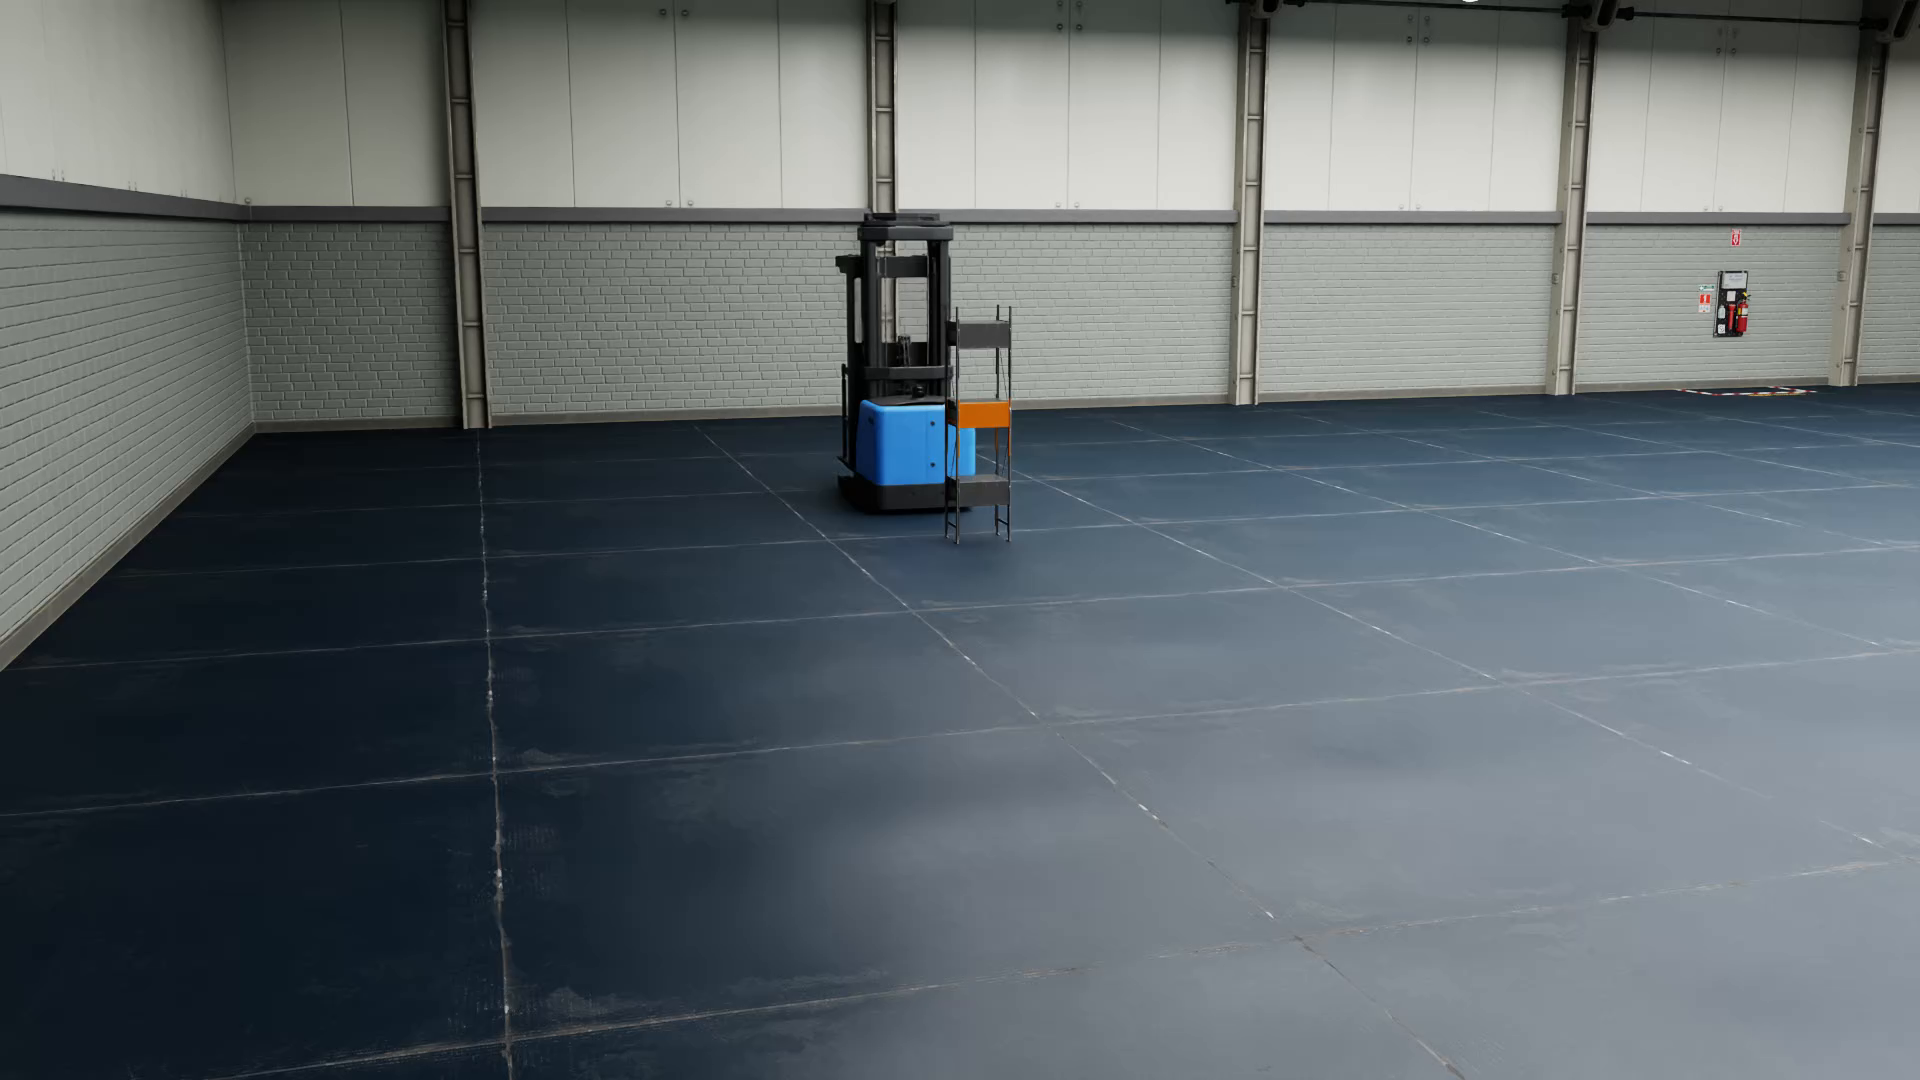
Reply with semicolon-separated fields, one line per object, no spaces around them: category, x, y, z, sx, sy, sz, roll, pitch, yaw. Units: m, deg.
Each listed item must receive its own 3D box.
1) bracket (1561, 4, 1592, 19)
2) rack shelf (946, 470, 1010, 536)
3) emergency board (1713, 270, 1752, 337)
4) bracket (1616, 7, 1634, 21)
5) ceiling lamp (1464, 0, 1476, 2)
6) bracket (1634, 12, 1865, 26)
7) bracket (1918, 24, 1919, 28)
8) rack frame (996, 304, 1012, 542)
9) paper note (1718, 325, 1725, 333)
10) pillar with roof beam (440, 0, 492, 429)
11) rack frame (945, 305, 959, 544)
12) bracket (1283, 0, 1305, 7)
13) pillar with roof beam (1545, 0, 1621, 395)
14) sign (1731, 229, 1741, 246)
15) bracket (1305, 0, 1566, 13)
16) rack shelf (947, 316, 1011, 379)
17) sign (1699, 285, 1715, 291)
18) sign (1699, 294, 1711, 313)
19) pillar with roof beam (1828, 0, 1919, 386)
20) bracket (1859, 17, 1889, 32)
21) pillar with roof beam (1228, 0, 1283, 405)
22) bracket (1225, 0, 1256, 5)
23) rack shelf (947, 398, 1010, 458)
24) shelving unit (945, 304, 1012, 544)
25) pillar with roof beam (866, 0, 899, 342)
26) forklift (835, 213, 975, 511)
bracket;10.072;-8.640;27.180;0.430;0.232;0.235;-3;11;-16
rack shelf;0.159;-0.339;15.031;0.480;0.518;0.431;-3;11;-16
emergency board;13.749;-4.187;29.504;0.643;1.169;0.194;-3;11;-16
bracket;10.869;-8.682;27.408;0.430;0.232;0.235;-3;11;-16
ceiling lamp;7.175;-7.173;21.715;0.237;0.041;1.941;-3;11;-16
bracket;13.343;-8.812;28.116;4.783;0.066;0.076;-3;11;-16
bracket;19.104;-9.116;29.766;4.783;0.066;0.076;-3;11;-16
rack frame;0.393;-1.053;14.969;0.015;2.100;0.400;-3;11;-16
paper note;13.560;-3.757;29.600;0.142;0.148;0.016;-3;11;-16
pillar with roof beam;-5.708;-5.293;18.942;0.400;9.000;9.100;-3;11;-16
rack frame;-0.075;-1.029;14.835;0.015;2.100;0.400;-3;11;-16
bracket;5.108;-8.378;25.759;0.430;0.232;0.235;-3;11;-16
pillar with roof beam;11.575;-6.204;23.890;0.548;9.000;9.100;-3;11;-16
sign;13.714;-5.344;29.386;0.199;0.298;0.001;-3;11;-16
bracket;7.582;-8.508;26.467;4.783;0.066;0.076;-3;11;-16
rack shelf;0.159;-1.716;14.778;0.480;0.518;0.431;-3;11;-16
sign;13.196;-4.454;29.391;0.331;0.109;0.001;-3;11;-16
sign;13.189;-4.194;29.446;0.234;0.329;0.001;-3;11;-16
pillar with roof beam;17.336;-6.507;25.539;0.548;9.000;9.100;-3;11;-16
bracket;15.833;-8.943;28.829;0.430;0.232;0.235;-3;11;-16
pillar with roof beam;5.814;-5.900;22.241;0.548;9.000;9.100;-3;11;-16
bracket;4.311;-8.336;25.530;0.430;0.232;0.235;-3;11;-16
rack shelf;0.159;-1.028;14.904;0.480;0.518;0.431;-3;11;-16
shelving unit;0.159;-1.041;14.902;0.503;2.100;0.431;-3;11;-16
pillar with roof beam;0.053;-5.596;20.591;0.548;9.000;9.100;-3;11;-16
forklift;-0.692;-1.951;17.548;1.130;2.935;3.031;-3;11;-14
